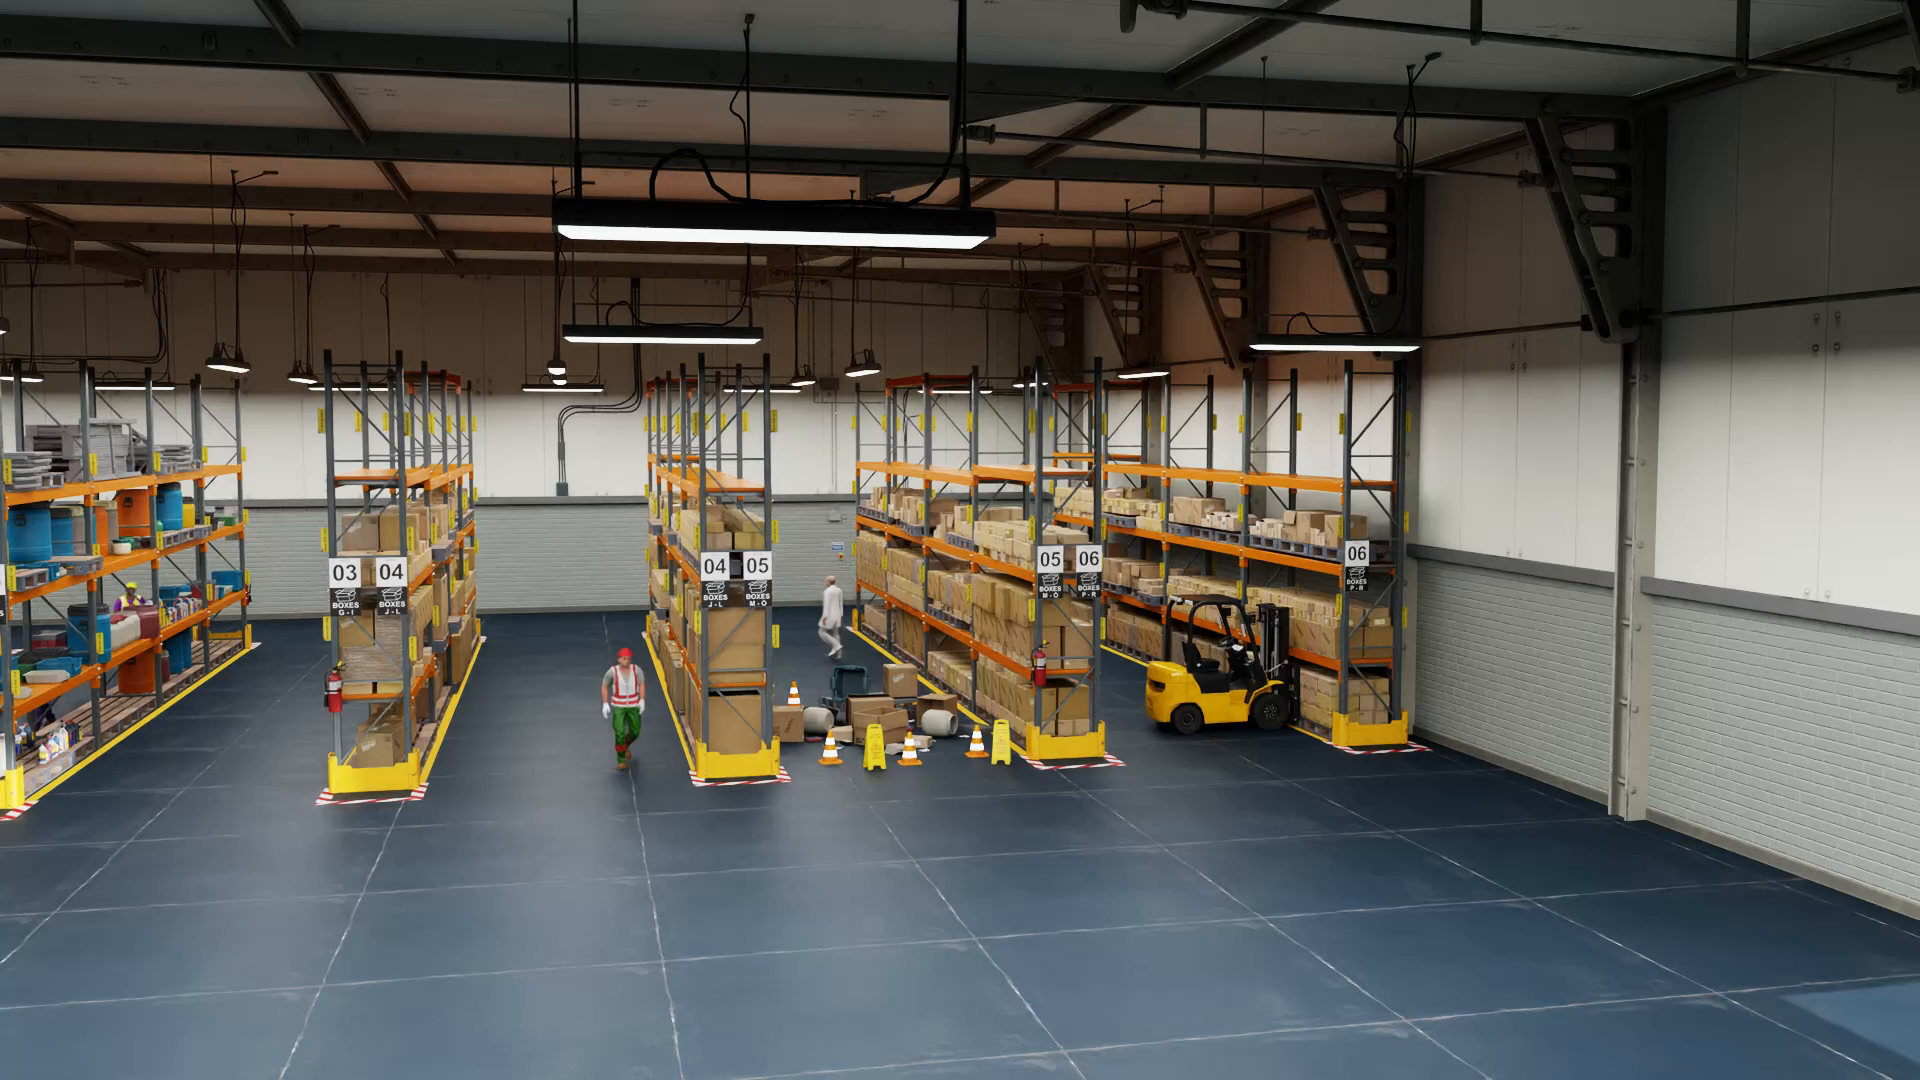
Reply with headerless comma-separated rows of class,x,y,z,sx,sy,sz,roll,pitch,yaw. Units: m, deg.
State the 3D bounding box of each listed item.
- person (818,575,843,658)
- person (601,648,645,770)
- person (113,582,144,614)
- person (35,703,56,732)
person,-2.692,1.645,35.384,0.584,1.773,0.624,2,5,32
person,-4.940,2.434,24.353,0.629,1.767,0.689,-2,4,-25
person,-17.184,1.733,34.320,0.518,1.714,1.022,0,4,-3
person,-15.004,2.327,27.136,0.476,1.559,1.016,0,4,1
